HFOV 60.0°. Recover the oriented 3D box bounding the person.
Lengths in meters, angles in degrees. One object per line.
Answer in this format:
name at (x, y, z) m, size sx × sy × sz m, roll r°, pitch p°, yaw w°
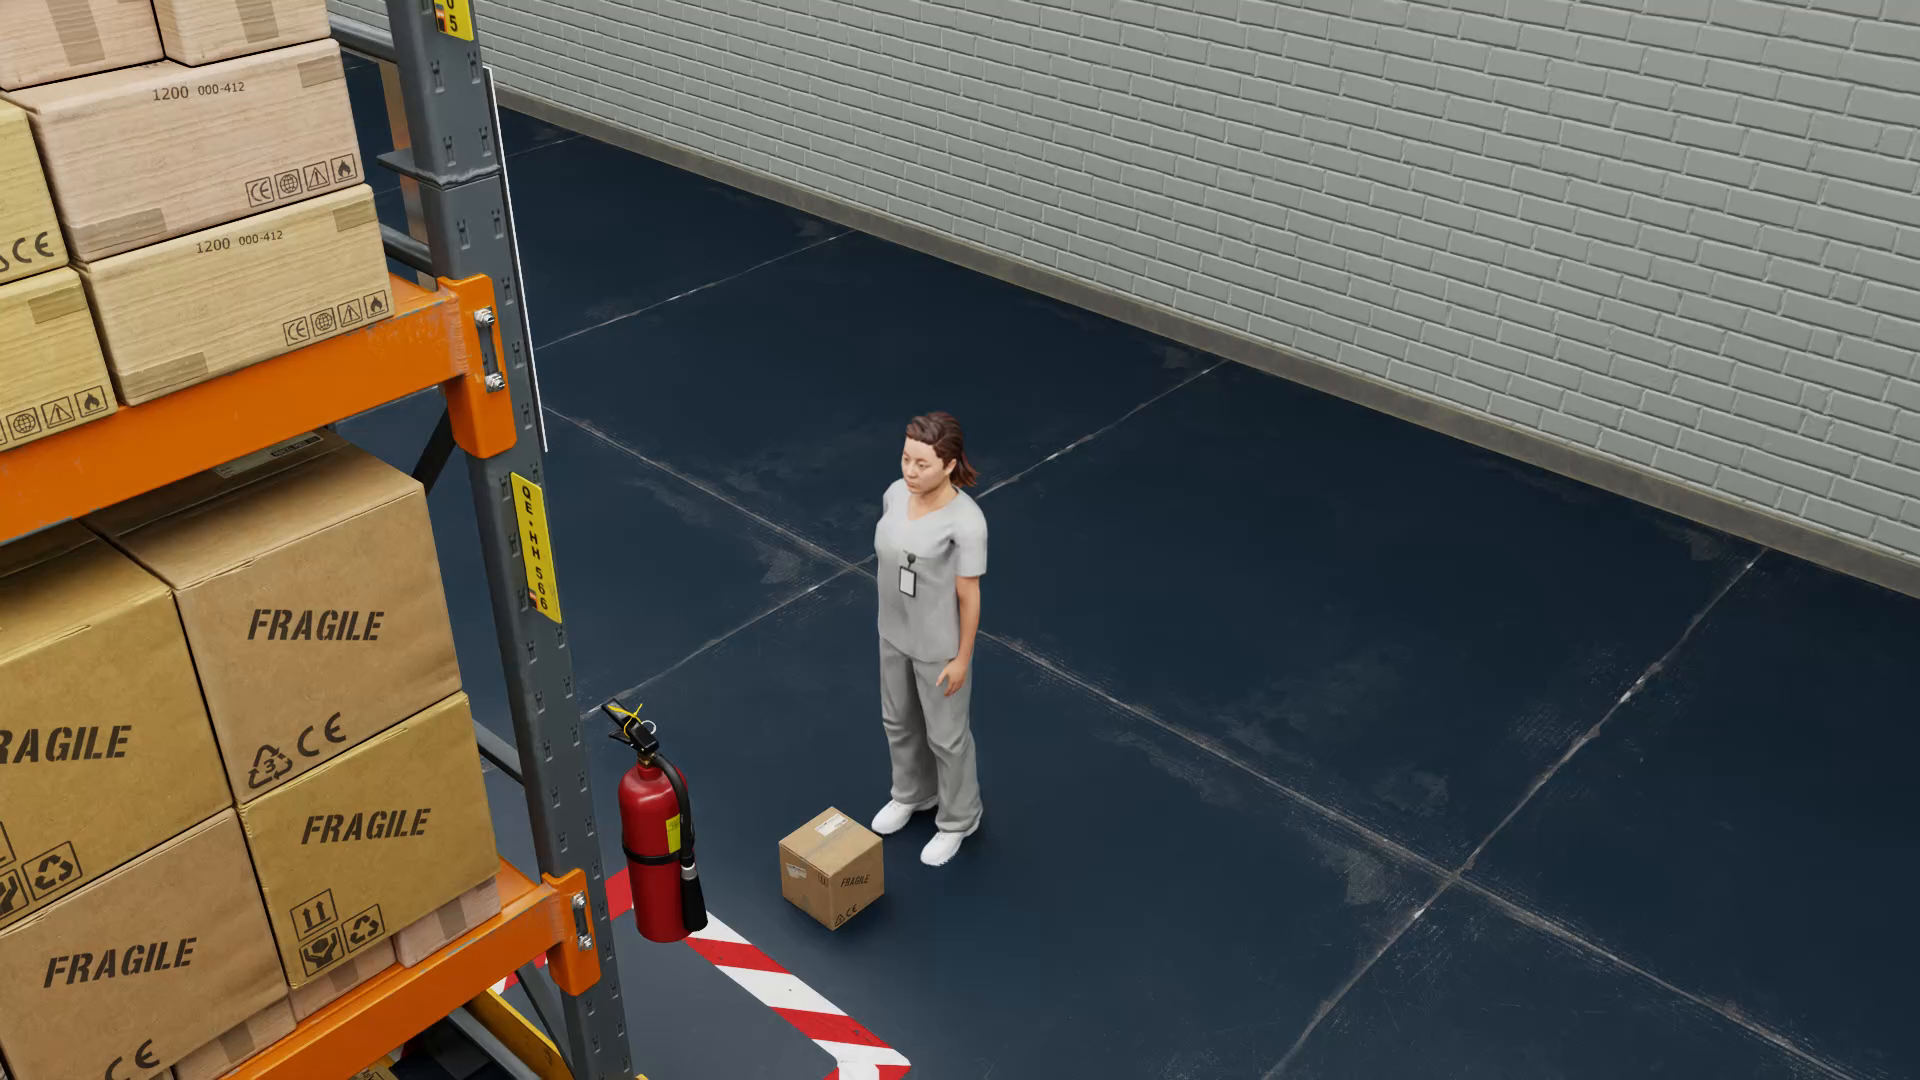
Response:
person at (-0.098, 0.333, 5.604) m, size 0.437 × 1.676 × 0.359 m, roll 27°, pitch 40°, yaw 36°
